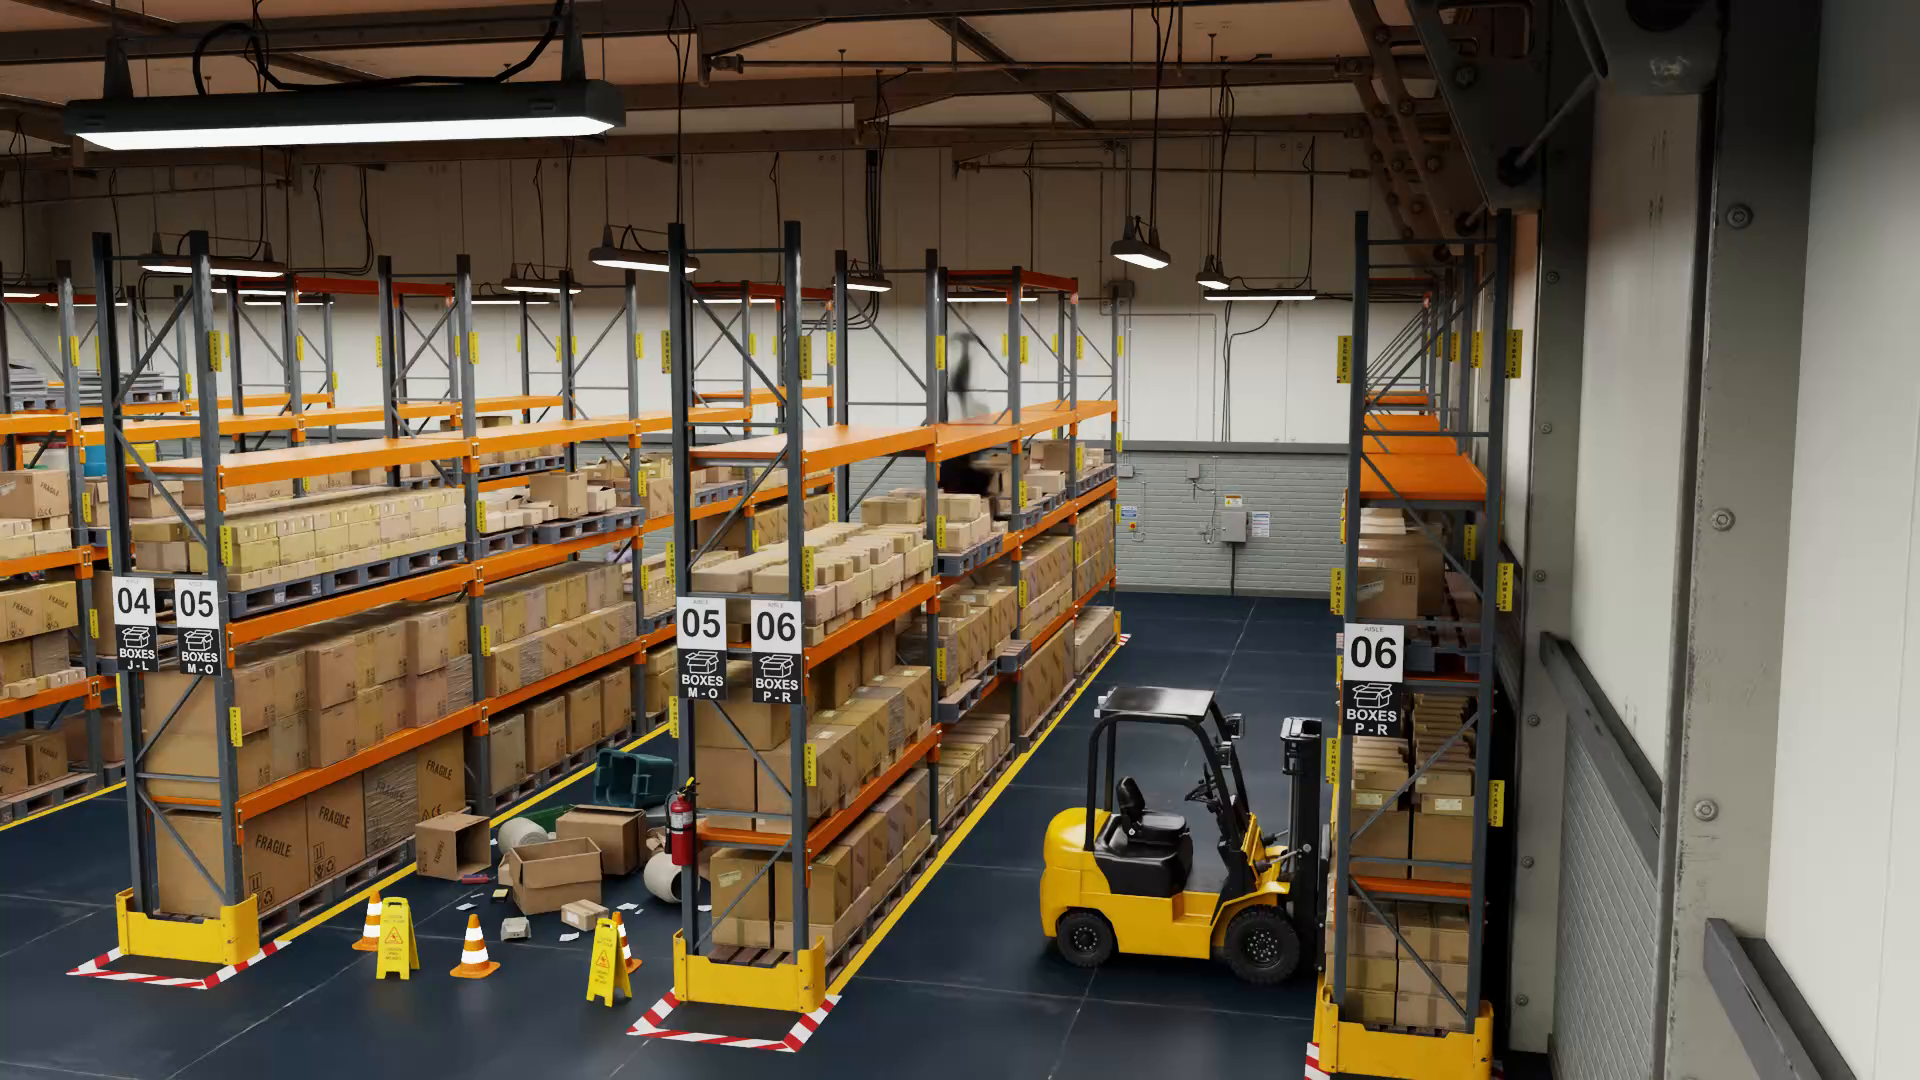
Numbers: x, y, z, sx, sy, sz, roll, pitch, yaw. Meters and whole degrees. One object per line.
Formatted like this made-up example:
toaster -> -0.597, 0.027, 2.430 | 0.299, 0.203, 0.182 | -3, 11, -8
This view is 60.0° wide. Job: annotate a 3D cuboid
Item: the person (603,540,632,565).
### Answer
person -> -6.104, 0.762, 29.650 | 0.600, 1.608, 0.531 | 0, 7, 3
